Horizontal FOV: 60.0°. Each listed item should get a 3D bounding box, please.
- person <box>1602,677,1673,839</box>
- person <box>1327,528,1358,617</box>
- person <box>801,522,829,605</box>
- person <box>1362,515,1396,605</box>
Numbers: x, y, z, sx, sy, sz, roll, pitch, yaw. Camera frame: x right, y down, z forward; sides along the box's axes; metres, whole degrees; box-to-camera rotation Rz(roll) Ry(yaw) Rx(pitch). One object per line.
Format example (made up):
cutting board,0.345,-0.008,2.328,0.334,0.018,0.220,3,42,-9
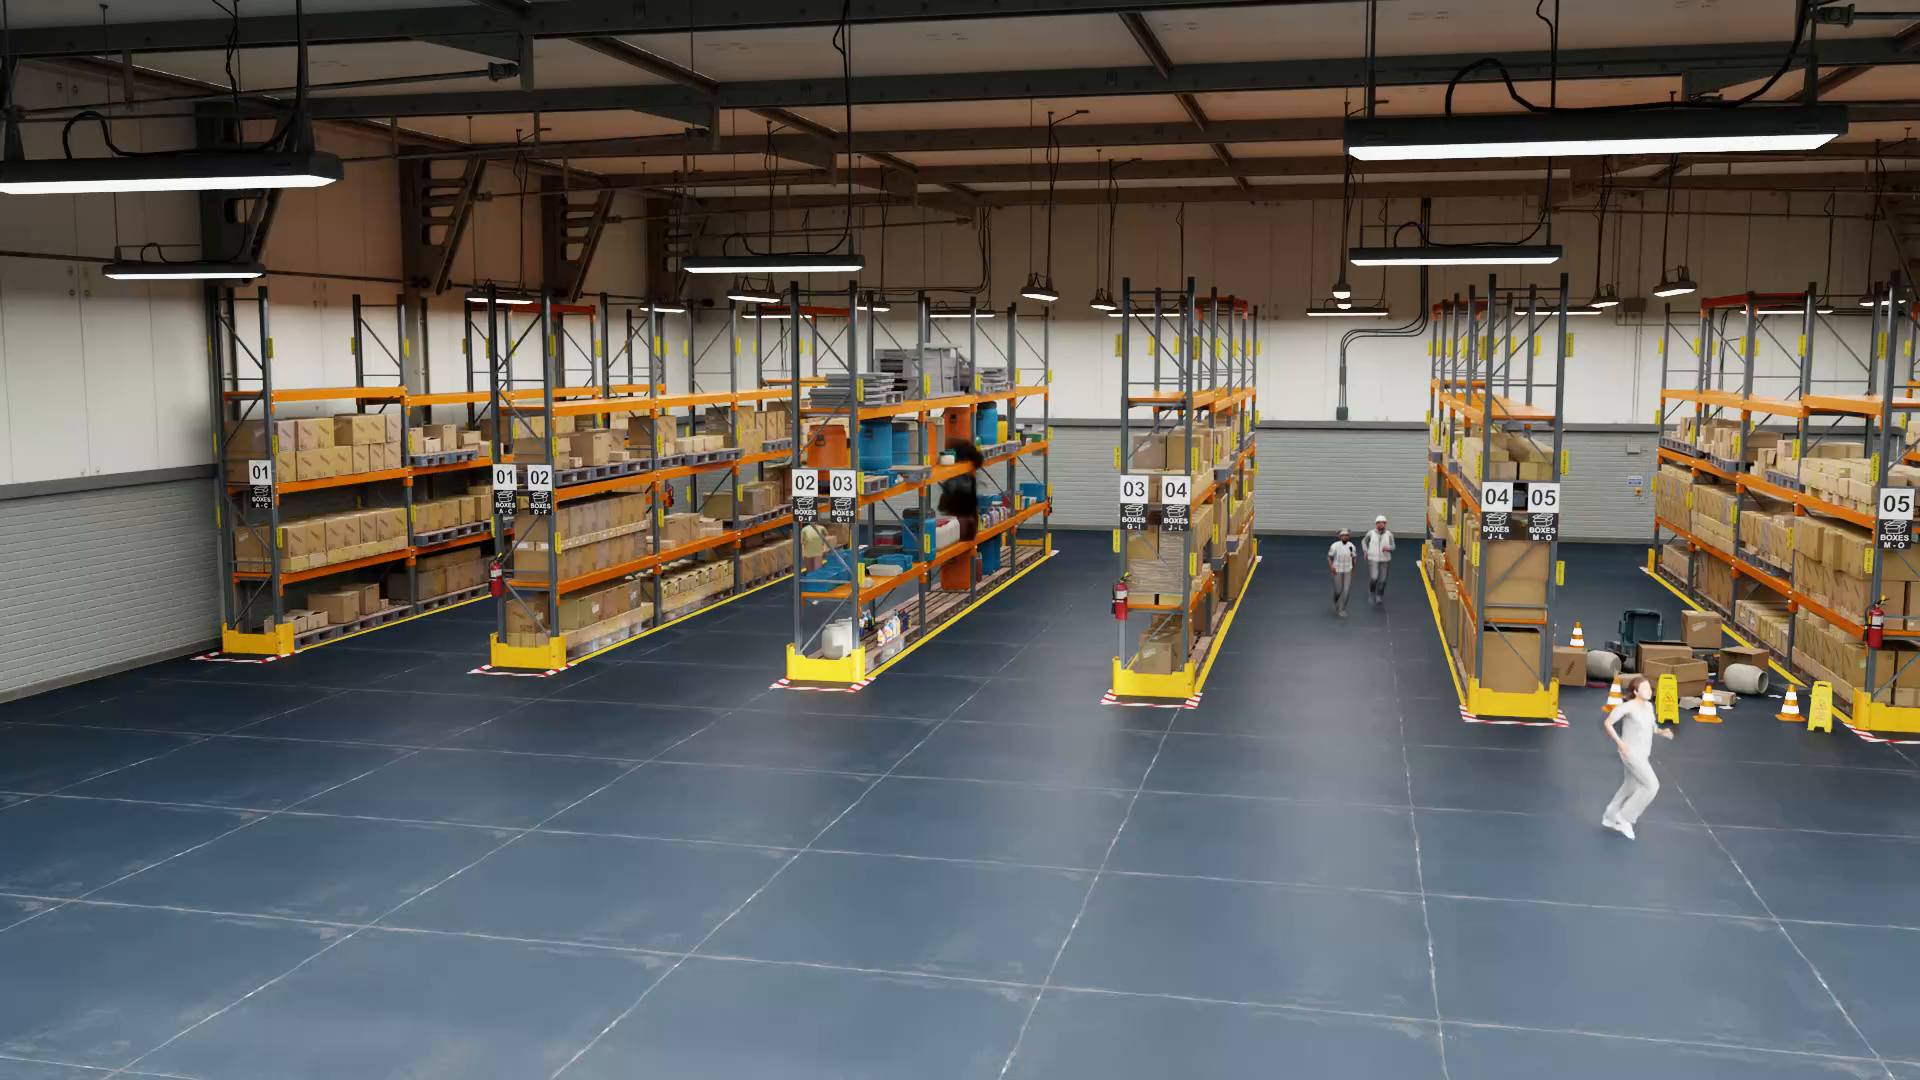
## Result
person,6.968,2.229,17.090,0.540,1.674,0.669,-5,9,-40
person,7.206,0.589,31.345,0.567,1.669,0.529,0,7,3
person,-2.713,0.333,30.762,0.580,1.713,0.849,0,7,-2
person,8.178,0.398,32.455,0.630,1.753,0.678,1,7,7
